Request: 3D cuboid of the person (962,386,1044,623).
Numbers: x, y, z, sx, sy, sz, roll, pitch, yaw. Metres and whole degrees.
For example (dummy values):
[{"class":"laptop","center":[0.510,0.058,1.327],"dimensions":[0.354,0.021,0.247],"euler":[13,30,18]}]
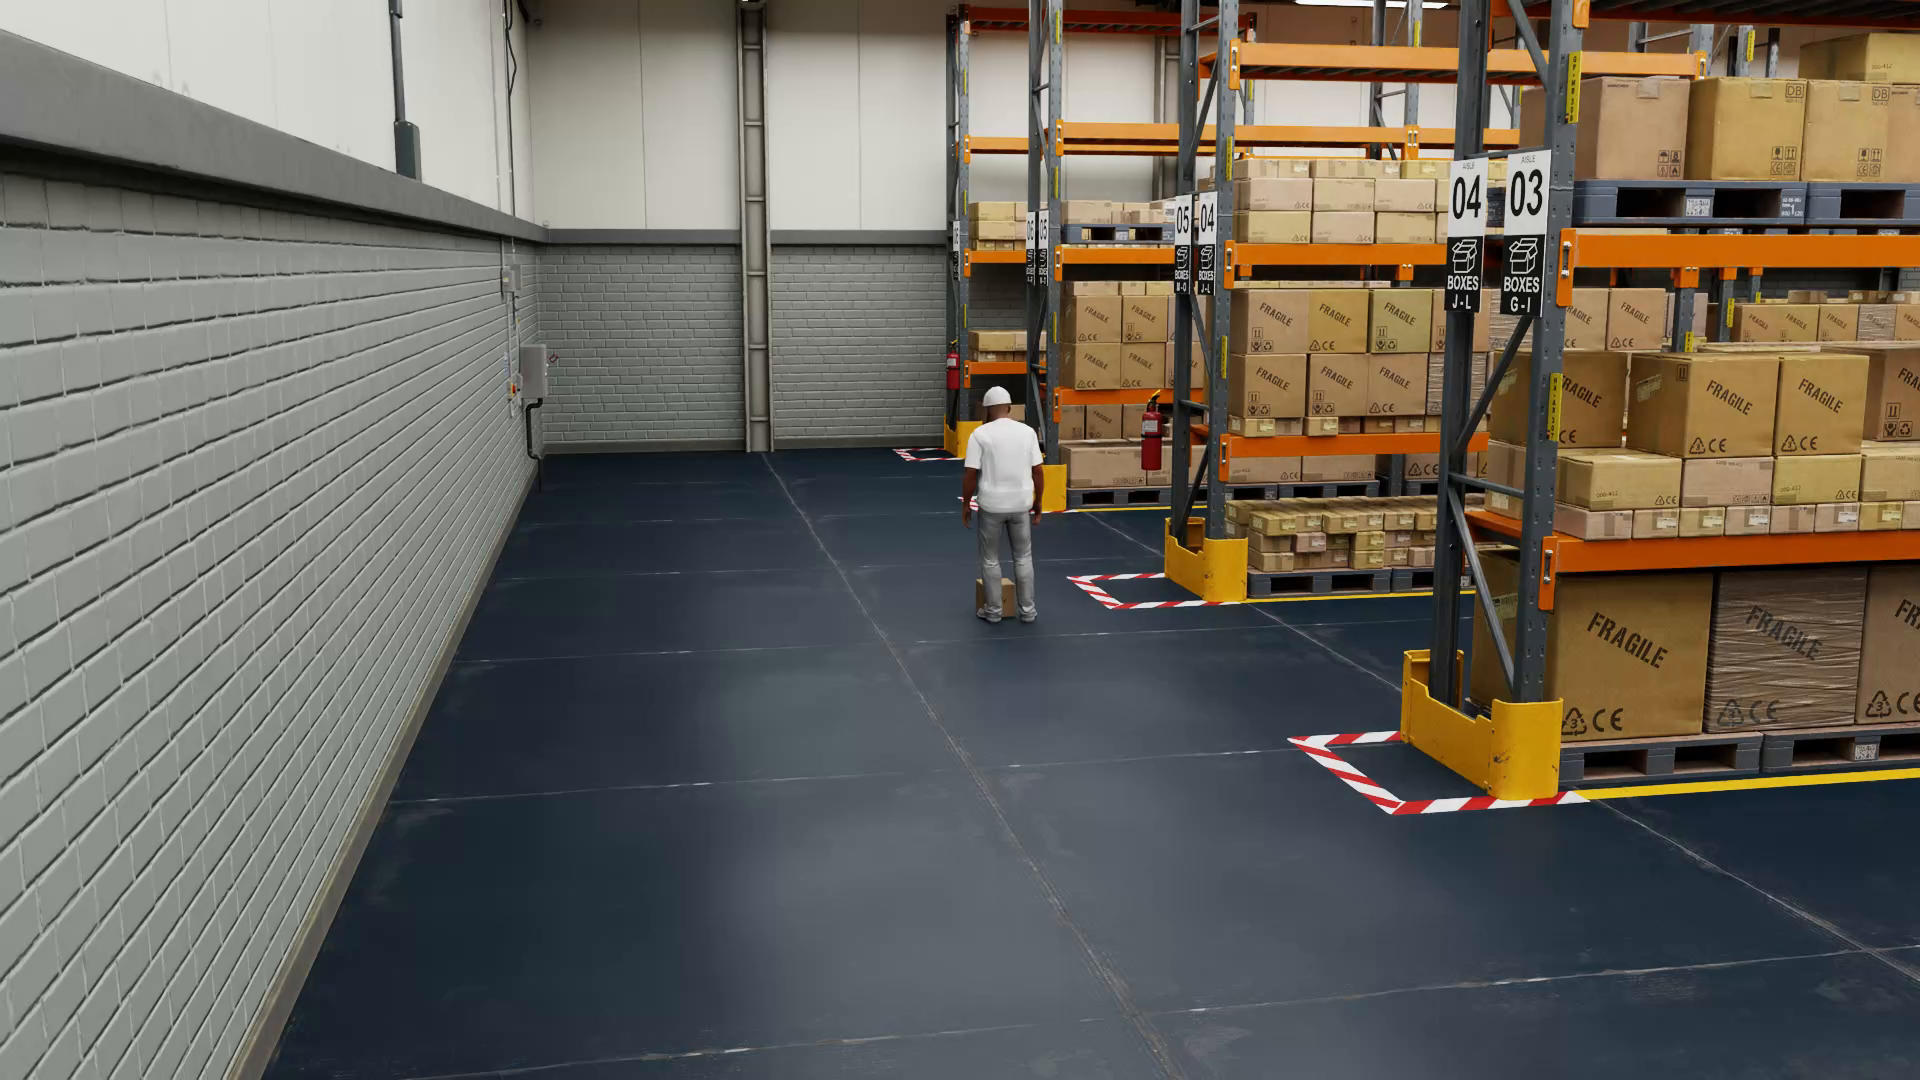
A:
[{"class":"person","center":[0.316,-0.262,12.392],"dimensions":[0.633,1.759,0.462],"euler":[-3,10,-15]}]
